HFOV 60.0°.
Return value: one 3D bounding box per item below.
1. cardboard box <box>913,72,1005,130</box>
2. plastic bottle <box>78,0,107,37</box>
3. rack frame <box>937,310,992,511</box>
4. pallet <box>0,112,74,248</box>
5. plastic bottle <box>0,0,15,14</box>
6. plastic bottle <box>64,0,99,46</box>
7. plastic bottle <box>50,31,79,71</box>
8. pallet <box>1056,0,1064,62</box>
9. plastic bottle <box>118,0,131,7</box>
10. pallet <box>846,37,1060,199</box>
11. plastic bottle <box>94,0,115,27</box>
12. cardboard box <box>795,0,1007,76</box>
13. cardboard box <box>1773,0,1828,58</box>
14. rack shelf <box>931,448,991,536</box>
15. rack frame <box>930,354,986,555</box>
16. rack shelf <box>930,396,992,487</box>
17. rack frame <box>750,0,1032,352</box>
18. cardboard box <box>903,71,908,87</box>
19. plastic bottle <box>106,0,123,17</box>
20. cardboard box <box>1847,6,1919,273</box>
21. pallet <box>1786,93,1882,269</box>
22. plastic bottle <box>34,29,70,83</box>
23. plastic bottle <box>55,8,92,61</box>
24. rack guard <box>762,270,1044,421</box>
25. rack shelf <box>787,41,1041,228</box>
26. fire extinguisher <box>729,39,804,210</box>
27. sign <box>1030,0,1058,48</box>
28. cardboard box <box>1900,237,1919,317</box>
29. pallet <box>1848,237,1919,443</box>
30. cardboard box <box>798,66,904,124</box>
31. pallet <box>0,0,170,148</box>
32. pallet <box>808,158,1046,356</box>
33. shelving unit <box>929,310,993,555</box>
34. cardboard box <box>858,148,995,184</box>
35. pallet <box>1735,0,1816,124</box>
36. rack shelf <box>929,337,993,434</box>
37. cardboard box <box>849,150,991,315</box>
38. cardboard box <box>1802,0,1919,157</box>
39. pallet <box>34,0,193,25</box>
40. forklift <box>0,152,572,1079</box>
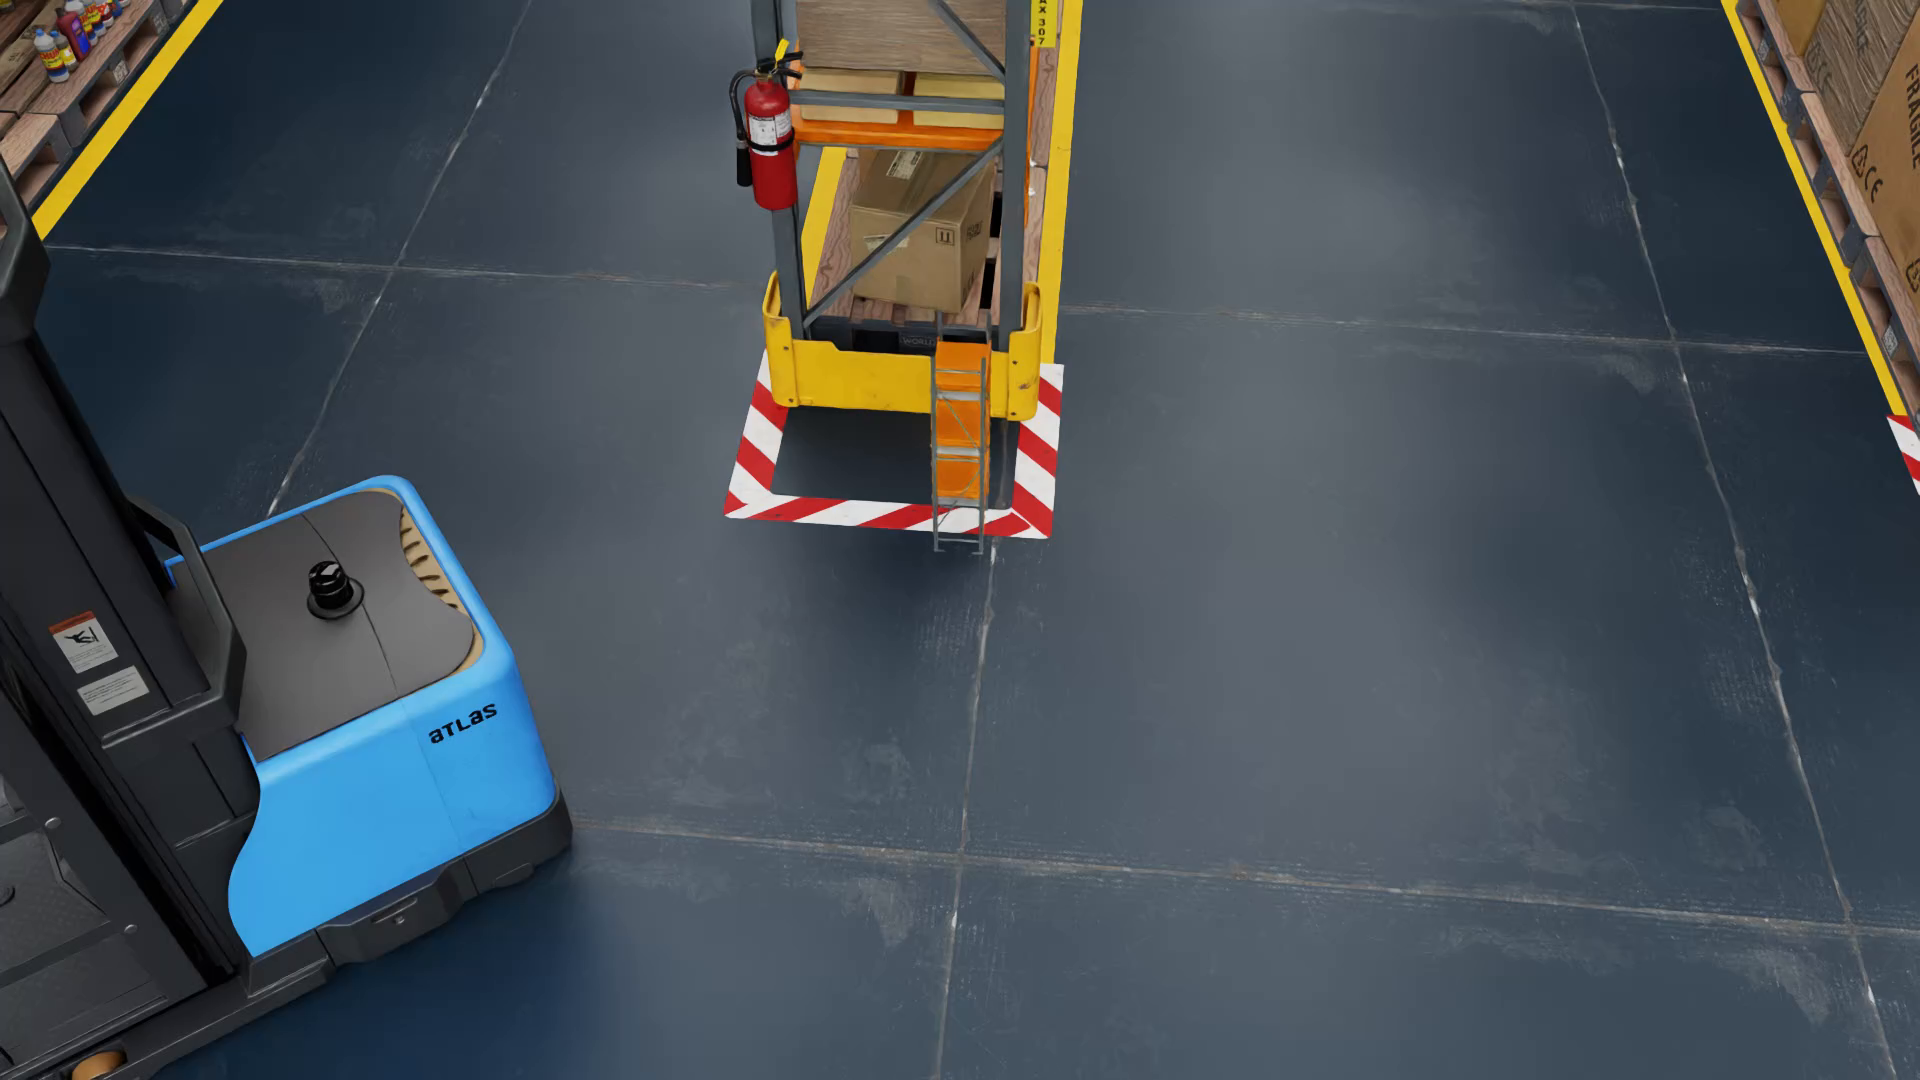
[{"bbox_3d":[0.019,-1.745,6.510,0.380,0.149,0.250,4,48,4],"label":"cardboard box"},{"bbox_3d":[-4.661,-2.834,8.886,0.097,0.271,0.097,0,48,0],"label":"plastic bottle"},{"bbox_3d":[0.016,-0.483,6.506,0.200,1.050,0.008,4,48,4],"label":"rack frame"},{"bbox_3d":[-5.138,-1.684,8.173,1.003,0.211,1.213,4,48,4],"label":"pallet"},{"bbox_3d":[-5.248,-2.984,9.071,0.097,0.201,0.097,0,48,0],"label":"plastic bottle"},{"bbox_3d":[-4.670,-2.760,8.819,0.097,0.271,0.097,0,48,0],"label":"plastic bottle"},{"bbox_3d":[-4.692,-2.561,8.684,0.097,0.201,0.097,0,48,0],"label":"plastic bottle"},{"bbox_3d":[0.094,-3.139,9.504,1.003,0.211,1.213,4,48,4],"label":"pallet"},{"bbox_3d":[-4.633,-3.034,9.117,0.097,0.201,0.097,0,48,0],"label":"plastic bottle"},{"bbox_3d":[-0.015,-2.240,8.682,1.003,0.211,1.213,4,48,4],"label":"pallet"},{"bbox_3d":[-4.652,-2.883,8.978,0.097,0.201,0.097,0,48,0],"label":"plastic bottle"},{"bbox_3d":[-0.167,-2.173,6.461,0.875,0.500,0.500,4,48,4],"label":"cardboard box"},{"bbox_3d":[4.923,-3.135,8.766,0.875,0.875,0.875,5,48,4],"label":"cardboard box"},{"bbox_3d":[0.005,-0.199,6.637,0.215,0.259,0.240,4,48,4],"label":"rack shelf"},{"bbox_3d":[-0.006,-0.304,6.342,0.200,1.050,0.008,4,48,4],"label":"rack frame"},{"bbox_3d":[0.005,-0.386,6.432,0.215,0.259,0.240,4,48,4],"label":"rack shelf"},{"bbox_3d":[-0.245,-1.637,6.240,1.000,3.000,0.127,4,48,4],"label":"rack frame"},{"bbox_3d":[-0.401,-1.959,6.705,0.380,0.149,0.250,4,48,4],"label":"cardboard box"},{"bbox_3d":[-4.643,-2.983,9.022,0.097,0.271,0.097,0,48,0],"label":"plastic bottle"},{"bbox_3d":[4.759,-1.803,7.547,0.875,0.875,0.875,3,48,3],"label":"cardboard box"},{"bbox_3d":[4.794,-1.774,8.256,1.003,0.211,1.213,4,48,4],"label":"pallet"},{"bbox_3d":[-4.702,-2.509,8.588,0.097,0.271,0.097,0,48,0],"label":"plastic bottle"},{"bbox_3d":[-4.663,-2.678,8.735,0.061,0.283,0.133,5,48,4],"label":"plastic bottle"},{"bbox_3d":[-0.238,-0.849,7.213,1.175,0.500,0.348,4,48,4],"label":"rack guard"},{"bbox_3d":[-0.063,-2.863,7.850,1.077,0.370,4.000,4,48,4],"label":"rack shelf"},{"bbox_3d":[-0.714,-1.557,6.220,0.296,0.674,0.183,4,48,4],"label":"fire extinguisher"},{"bbox_3d":[0.296,-1.892,5.887,0.100,0.325,0.005,4,48,4],"label":"sign"},{"bbox_3d":[4.681,-1.156,6.956,0.875,0.875,0.875,4,48,4],"label":"cardboard box"},{"bbox_3d":[4.680,-0.880,7.438,1.003,0.211,1.213,4,48,4],"label":"pallet"},{"bbox_3d":[-0.424,-1.775,6.537,0.380,0.149,0.250,4,48,4],"label":"cardboard box"},{"bbox_3d":[-5.024,-2.578,8.991,1.003,0.211,1.213,4,48,4],"label":"pallet"},{"bbox_3d":[-0.129,-1.346,7.864,1.003,0.211,1.213,4,48,4],"label":"pallet"},{"bbox_3d":[0.005,-0.394,6.424,0.215,1.050,0.252,4,48,4],"label":"shelving unit"},{"bbox_3d":[-0.151,-1.834,7.830,0.500,0.500,0.500,15,49,14],"label":"cardboard box"},{"bbox_3d":[4.903,-2.673,9.078,1.003,0.211,1.213,4,48,4],"label":"pallet"},{"bbox_3d":[0.005,-0.578,6.223,0.215,0.259,0.240,4,48,4],"label":"rack shelf"},{"bbox_3d":[-0.171,-1.392,7.426,0.500,0.500,0.500,12,49,11],"label":"cardboard box"},{"bbox_3d":[4.844,-2.473,8.160,0.875,0.875,0.875,4,48,4],"label":"cardboard box"},{"bbox_3d":[-4.915,-3.477,9.813,1.003,0.211,1.213,4,48,4],"label":"pallet"},{"bbox_3d":[-2.854,0.387,4.436,3.031,2.935,1.130,-26,53,-22],"label":"forklift"}]
